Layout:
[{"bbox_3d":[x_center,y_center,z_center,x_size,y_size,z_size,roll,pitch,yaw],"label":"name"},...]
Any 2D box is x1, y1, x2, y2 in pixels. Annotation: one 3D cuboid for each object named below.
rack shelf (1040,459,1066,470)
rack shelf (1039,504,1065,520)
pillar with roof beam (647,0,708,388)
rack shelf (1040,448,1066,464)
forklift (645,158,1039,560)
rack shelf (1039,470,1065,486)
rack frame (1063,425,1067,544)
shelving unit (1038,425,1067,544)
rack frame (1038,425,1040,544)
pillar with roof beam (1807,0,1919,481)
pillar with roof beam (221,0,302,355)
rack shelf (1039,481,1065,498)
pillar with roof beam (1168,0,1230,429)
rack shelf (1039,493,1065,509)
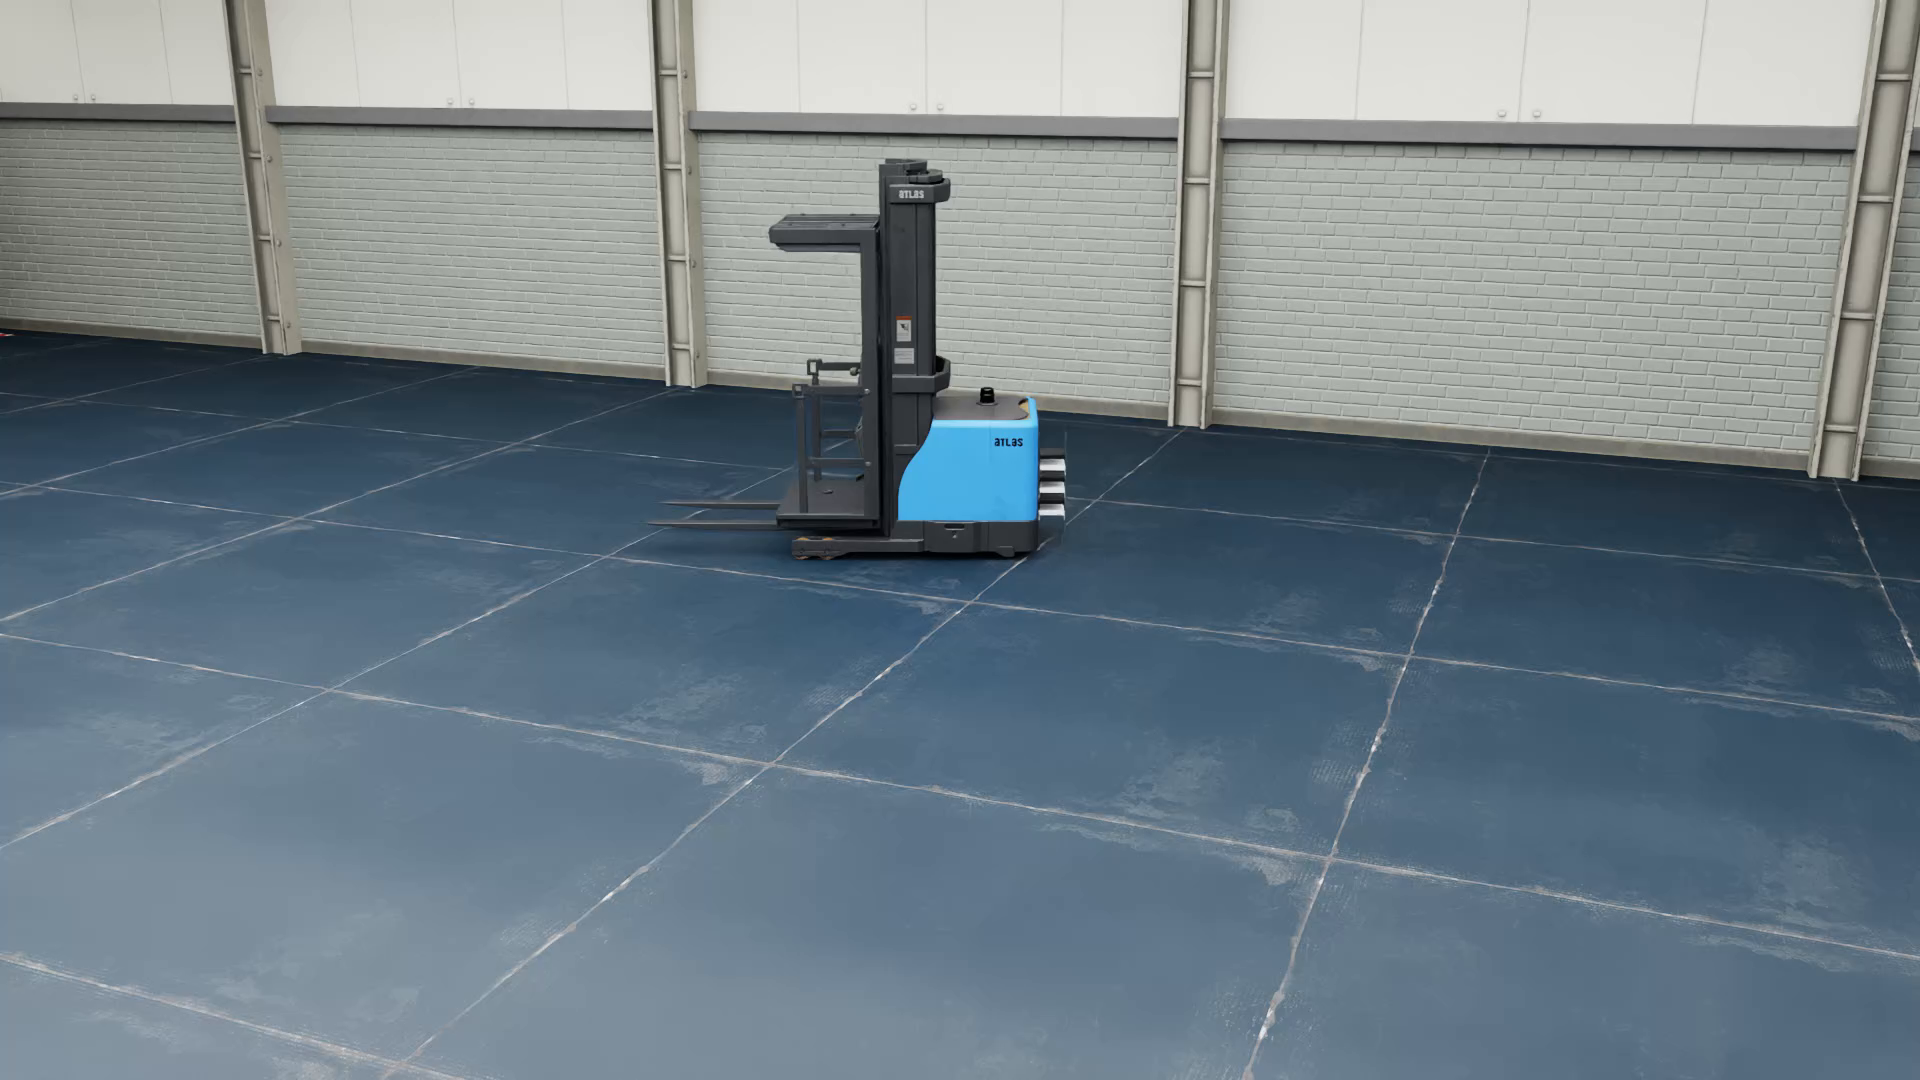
[{"bbox_3d":[0.721,-0.574,13.011,0.200,0.077,0.258,0,16,1],"label":"rack shelf"},{"bbox_3d":[0.721,-0.228,13.111,0.200,0.077,0.258,0,16,1],"label":"rack shelf"},{"bbox_3d":[-4.766,-5.023,14.334,0.400,9.000,9.100,6,17,21],"label":"pillar with roof beam"},{"bbox_3d":[0.721,-0.660,12.986,0.200,0.077,0.258,0,16,1],"label":"rack shelf"},{"bbox_3d":[-0.906,-1.404,12.754,3.031,2.935,1.130,0,16,1],"label":"forklift"},{"bbox_3d":[0.721,-0.488,13.036,0.200,0.077,0.258,0,16,1],"label":"rack shelf"},{"bbox_3d":[0.822,-0.432,13.049,0.006,0.900,0.240,0,16,1],"label":"rack frame"},{"bbox_3d":[0.721,-0.433,13.052,0.210,0.900,0.258,0,16,1],"label":"shelving unit"},{"bbox_3d":[0.619,-0.434,13.054,0.006,0.900,0.240,0,16,1],"label":"rack frame"},{"bbox_3d":[6.397,-3.795,10.105,0.400,9.000,9.100,6,17,21],"label":"pillar with roof beam"},{"bbox_3d":[-10.348,-5.636,16.448,0.400,9.000,9.100,6,17,21],"label":"pillar with roof beam"},{"bbox_3d":[0.721,-0.401,13.061,0.200,0.077,0.258,0,16,1],"label":"rack shelf"},{"bbox_3d":[0.815,-4.409,12.220,0.400,9.000,9.100,6,17,21],"label":"pillar with roof beam"},{"bbox_3d":[0.721,-0.315,13.086,0.200,0.077,0.258,0,16,1],"label":"rack shelf"}]
